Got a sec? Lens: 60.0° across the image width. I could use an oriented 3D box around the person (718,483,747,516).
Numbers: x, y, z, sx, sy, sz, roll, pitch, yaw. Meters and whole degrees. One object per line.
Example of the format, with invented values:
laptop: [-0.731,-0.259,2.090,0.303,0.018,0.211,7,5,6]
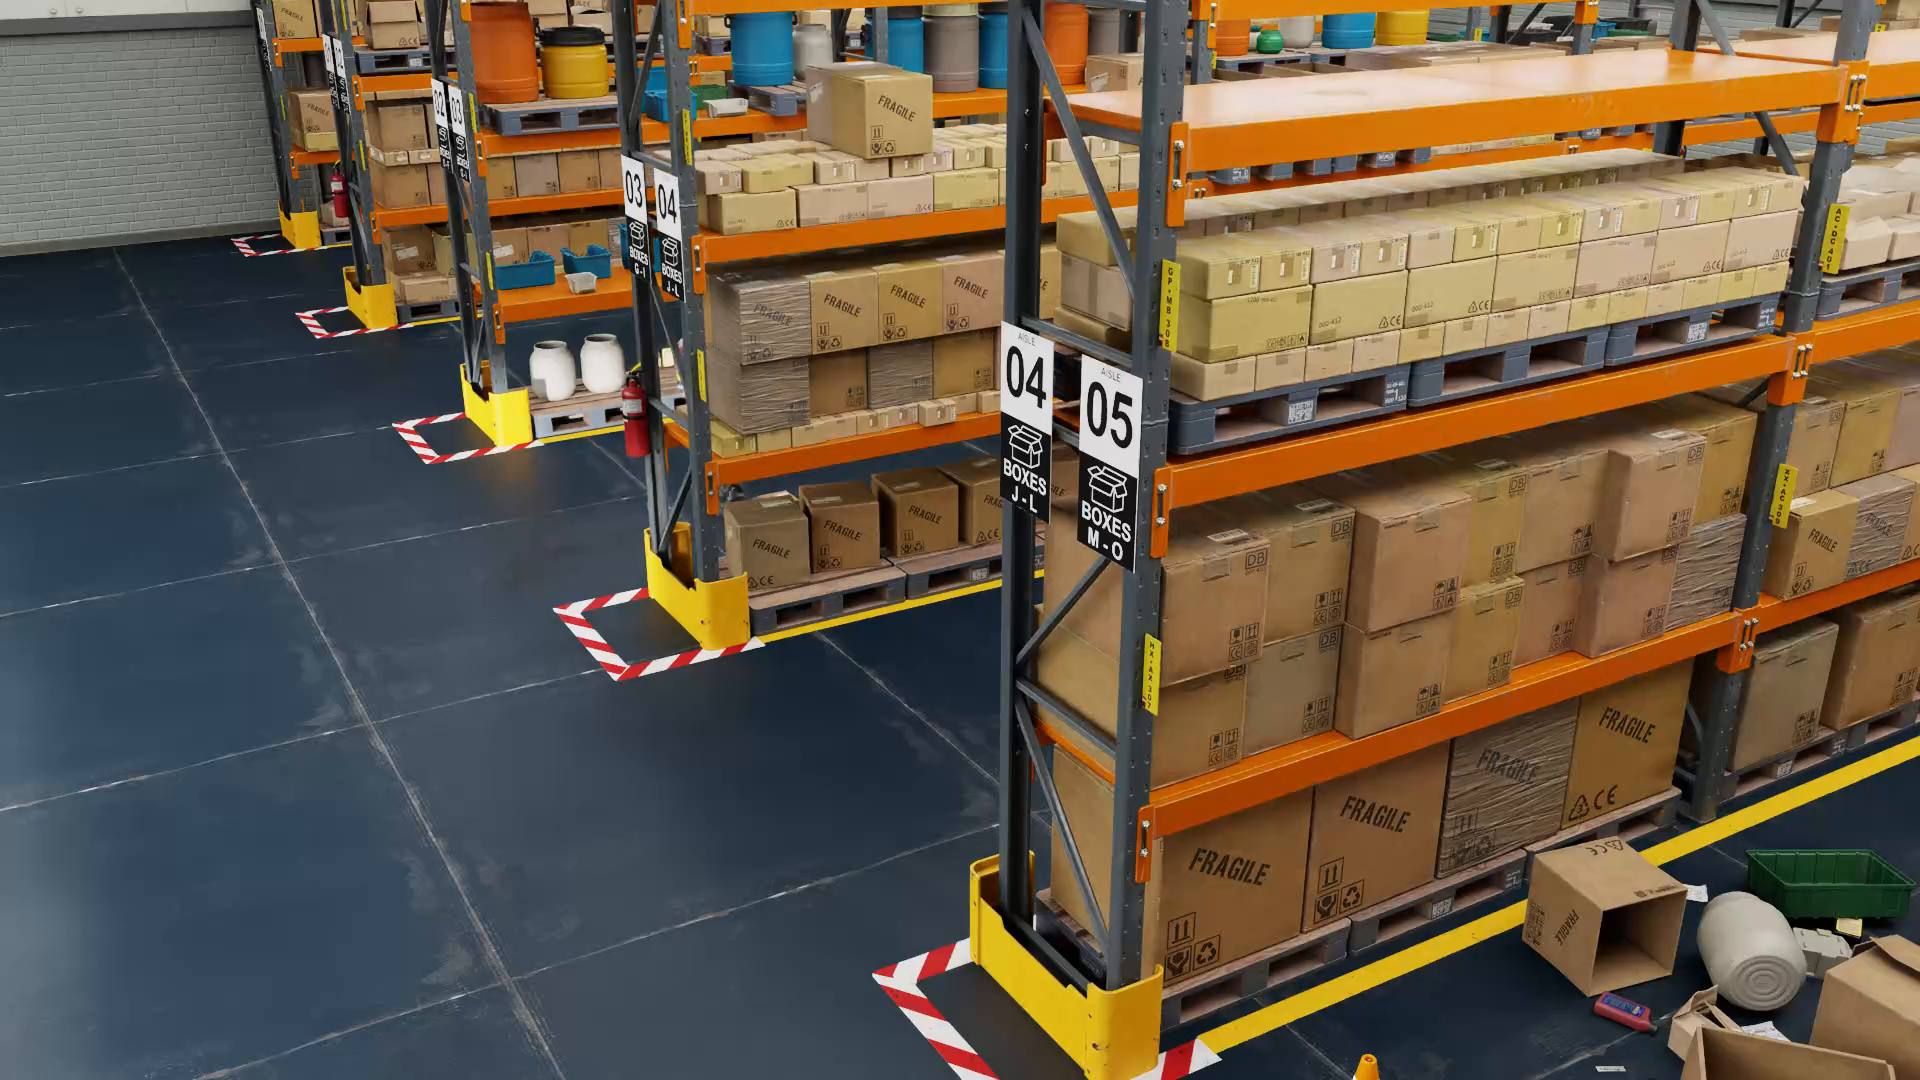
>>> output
person: [-1.838,-0.914,13.311,0.510,1.583,0.437,-8,23,-18]
